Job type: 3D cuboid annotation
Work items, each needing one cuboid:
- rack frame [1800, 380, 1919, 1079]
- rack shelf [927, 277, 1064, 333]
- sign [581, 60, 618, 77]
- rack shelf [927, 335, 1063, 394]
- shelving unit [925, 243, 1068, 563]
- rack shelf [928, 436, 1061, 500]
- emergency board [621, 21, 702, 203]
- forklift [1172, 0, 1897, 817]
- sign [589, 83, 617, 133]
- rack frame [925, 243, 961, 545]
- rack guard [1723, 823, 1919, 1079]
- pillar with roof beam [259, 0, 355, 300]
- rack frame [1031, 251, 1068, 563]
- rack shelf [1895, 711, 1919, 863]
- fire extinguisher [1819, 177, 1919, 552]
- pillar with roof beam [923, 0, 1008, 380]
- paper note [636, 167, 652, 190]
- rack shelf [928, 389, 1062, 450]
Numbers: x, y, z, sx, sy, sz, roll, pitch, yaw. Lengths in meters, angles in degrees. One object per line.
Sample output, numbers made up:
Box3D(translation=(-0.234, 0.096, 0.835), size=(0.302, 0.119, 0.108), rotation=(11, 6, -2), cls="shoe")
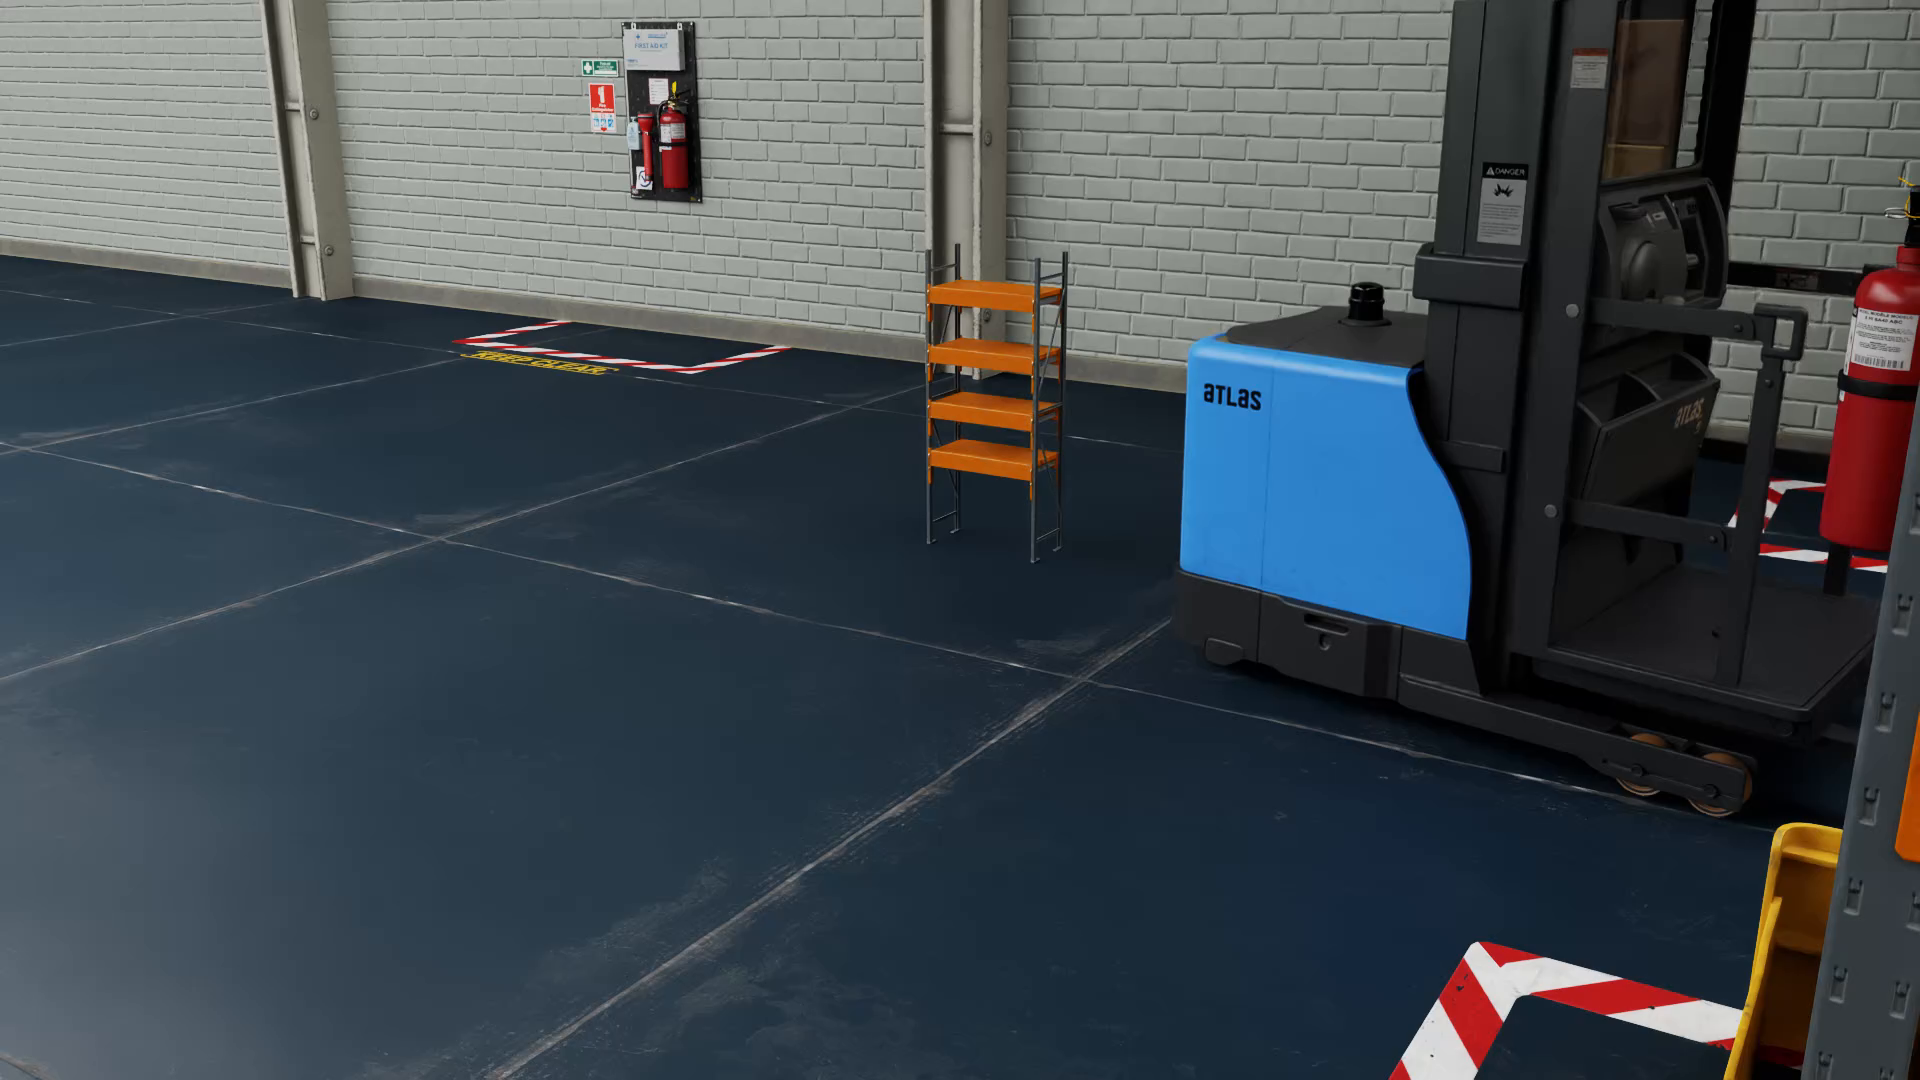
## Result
Box3D(translation=(1.507, -0.227, 2.467), size=(0.127, 3.000, 1.000), rotation=(10, 20, 30), cls="rack frame")
Box3D(translation=(0.141, -0.925, 6.510), size=(0.480, 0.148, 0.258), rotation=(10, 20, 30), cls="rack shelf")
Box3D(translation=(-2.471, -3.237, 11.405), size=(0.331, 0.109, 0.001), rotation=(10, 20, 30), cls="sign")
Box3D(translation=(0.141, -0.699, 6.578), size=(0.480, 0.148, 0.258), rotation=(10, 20, 30), cls="rack shelf")
Box3D(translation=(0.141, -0.549, 6.624), size=(0.503, 1.200, 0.258), rotation=(10, 20, 30), cls="shelving unit")
Box3D(translation=(0.141, -0.295, 6.701), size=(0.480, 0.148, 0.258), rotation=(10, 20, 30), cls="rack shelf")
Box3D(translation=(-2.053, -2.860, 11.136), size=(0.643, 1.169, 0.194), rotation=(10, 20, 30), cls="emergency board")
Box3D(translation=(2.151, -0.835, 4.586), size=(3.031, 2.935, 1.130), rotation=(14, 22, 39), cls="forklift")
Box3D(translation=(-2.470, -2.987, 11.492), size=(0.234, 0.329, 0.001), rotation=(10, 20, 30), cls="sign")
Box3D(translation=(-0.067, -0.586, 6.746), size=(0.015, 1.200, 0.240), rotation=(10, 20, 30), cls="rack frame")
Box3D(translation=(1.487, 0.965, 2.843), size=(0.348, 0.500, 1.175), rotation=(10, 20, 30), cls="rack guard")
Box3D(translation=(-7.333, -5.192, 8.490), size=(0.400, 9.000, 9.100), rotation=(10, 20, 30), cls="pillar with roof beam")
Box3D(translation=(0.349, -0.512, 6.502), size=(0.015, 1.200, 0.240), rotation=(10, 20, 30), cls="rack frame")
Box3D(translation=(3.211, 0.422, 1.570), size=(4.000, 0.370, 1.077), rotation=(10, 20, 30), cls="rack shelf")
Box3D(translation=(1.650, -0.323, 2.916), size=(0.183, 0.674, 0.296), rotation=(10, 20, 30), cls="fire extinguisher")
Box3D(translation=(-2.220, -4.279, 5.485), size=(0.400, 9.000, 9.100), rotation=(10, 20, 30), cls="pillar with roof beam")
Box3D(translation=(-2.168, -2.483, 11.409), size=(0.142, 0.148, 0.016), rotation=(10, 20, 30), cls="paper note")
Box3D(translation=(0.141, -0.485, 6.643), size=(0.480, 0.148, 0.258), rotation=(10, 20, 30), cls="rack shelf")
